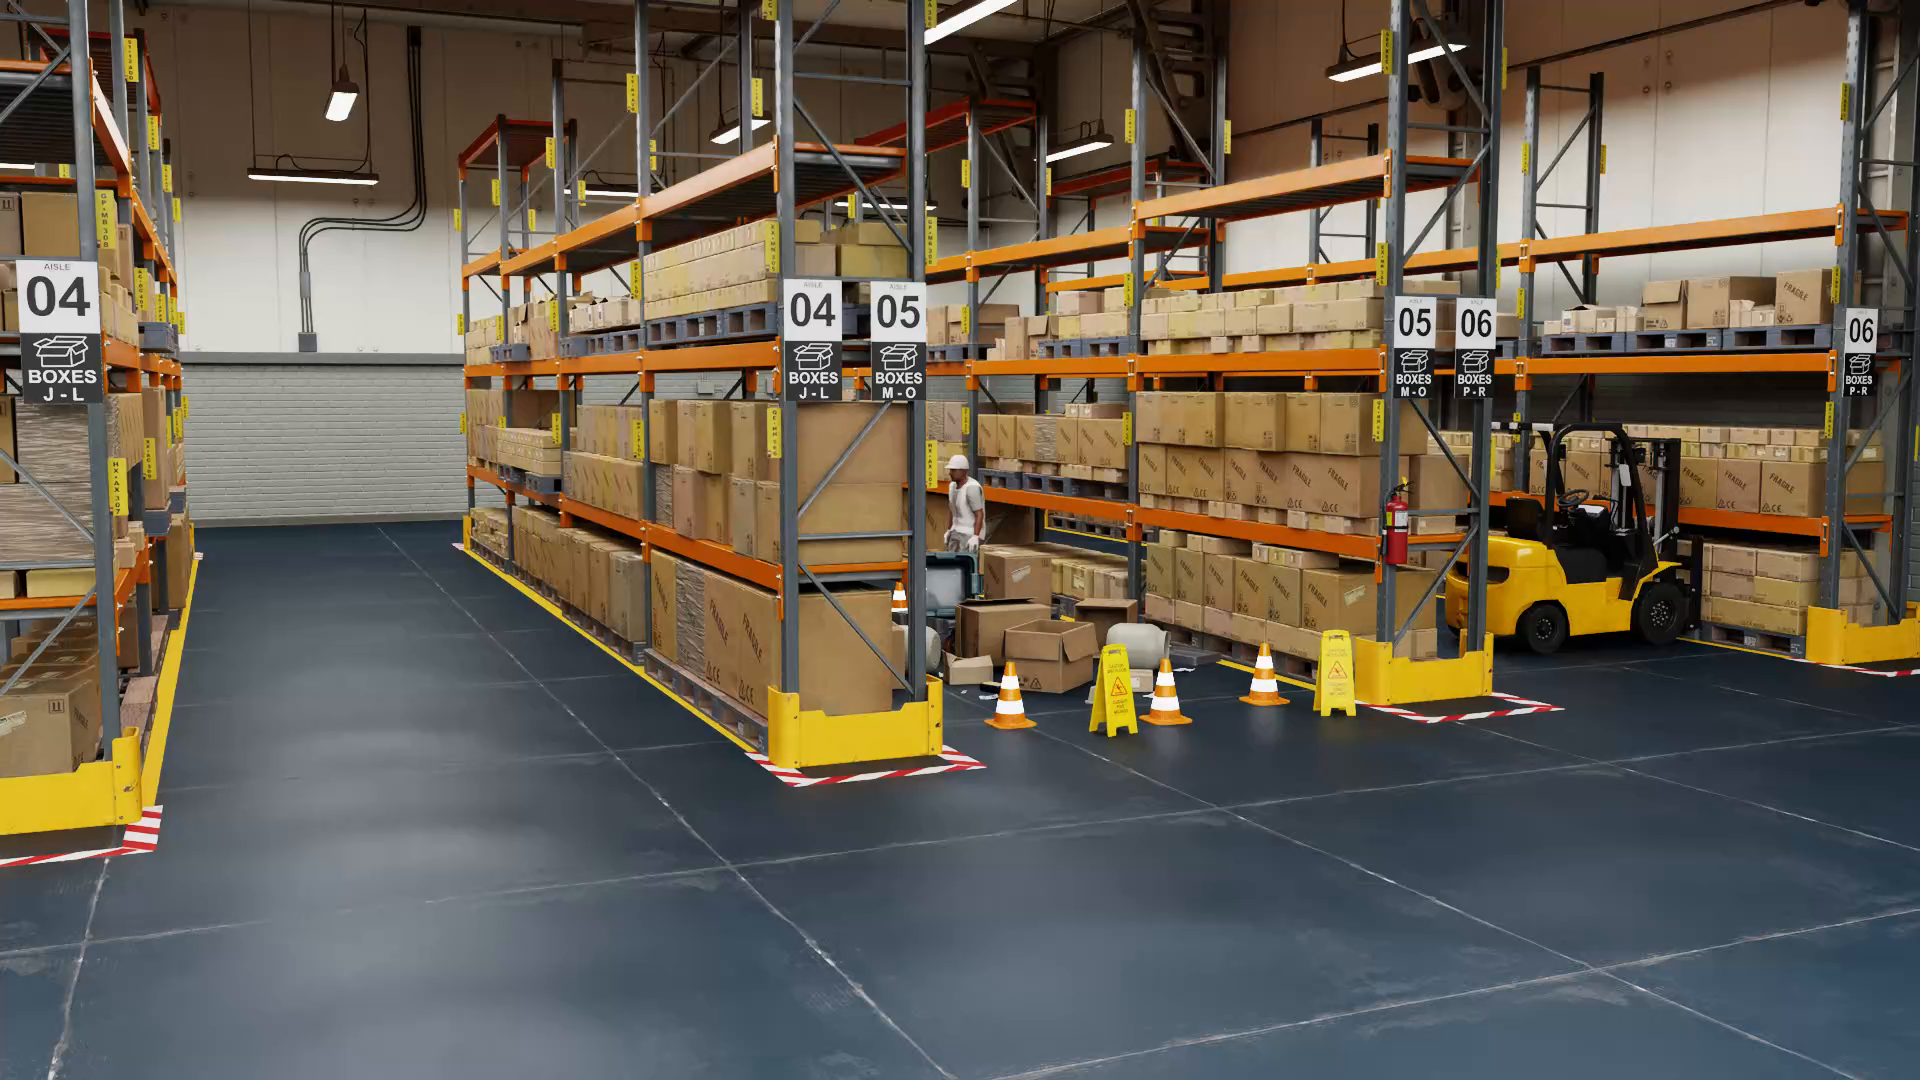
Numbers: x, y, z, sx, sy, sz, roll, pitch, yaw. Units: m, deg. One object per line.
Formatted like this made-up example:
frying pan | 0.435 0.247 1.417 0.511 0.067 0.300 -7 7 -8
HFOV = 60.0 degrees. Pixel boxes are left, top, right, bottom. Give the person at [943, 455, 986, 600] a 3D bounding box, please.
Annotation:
person | 0.029 -0.029 17.856 0.450 1.774 0.627 -3 6 -29
